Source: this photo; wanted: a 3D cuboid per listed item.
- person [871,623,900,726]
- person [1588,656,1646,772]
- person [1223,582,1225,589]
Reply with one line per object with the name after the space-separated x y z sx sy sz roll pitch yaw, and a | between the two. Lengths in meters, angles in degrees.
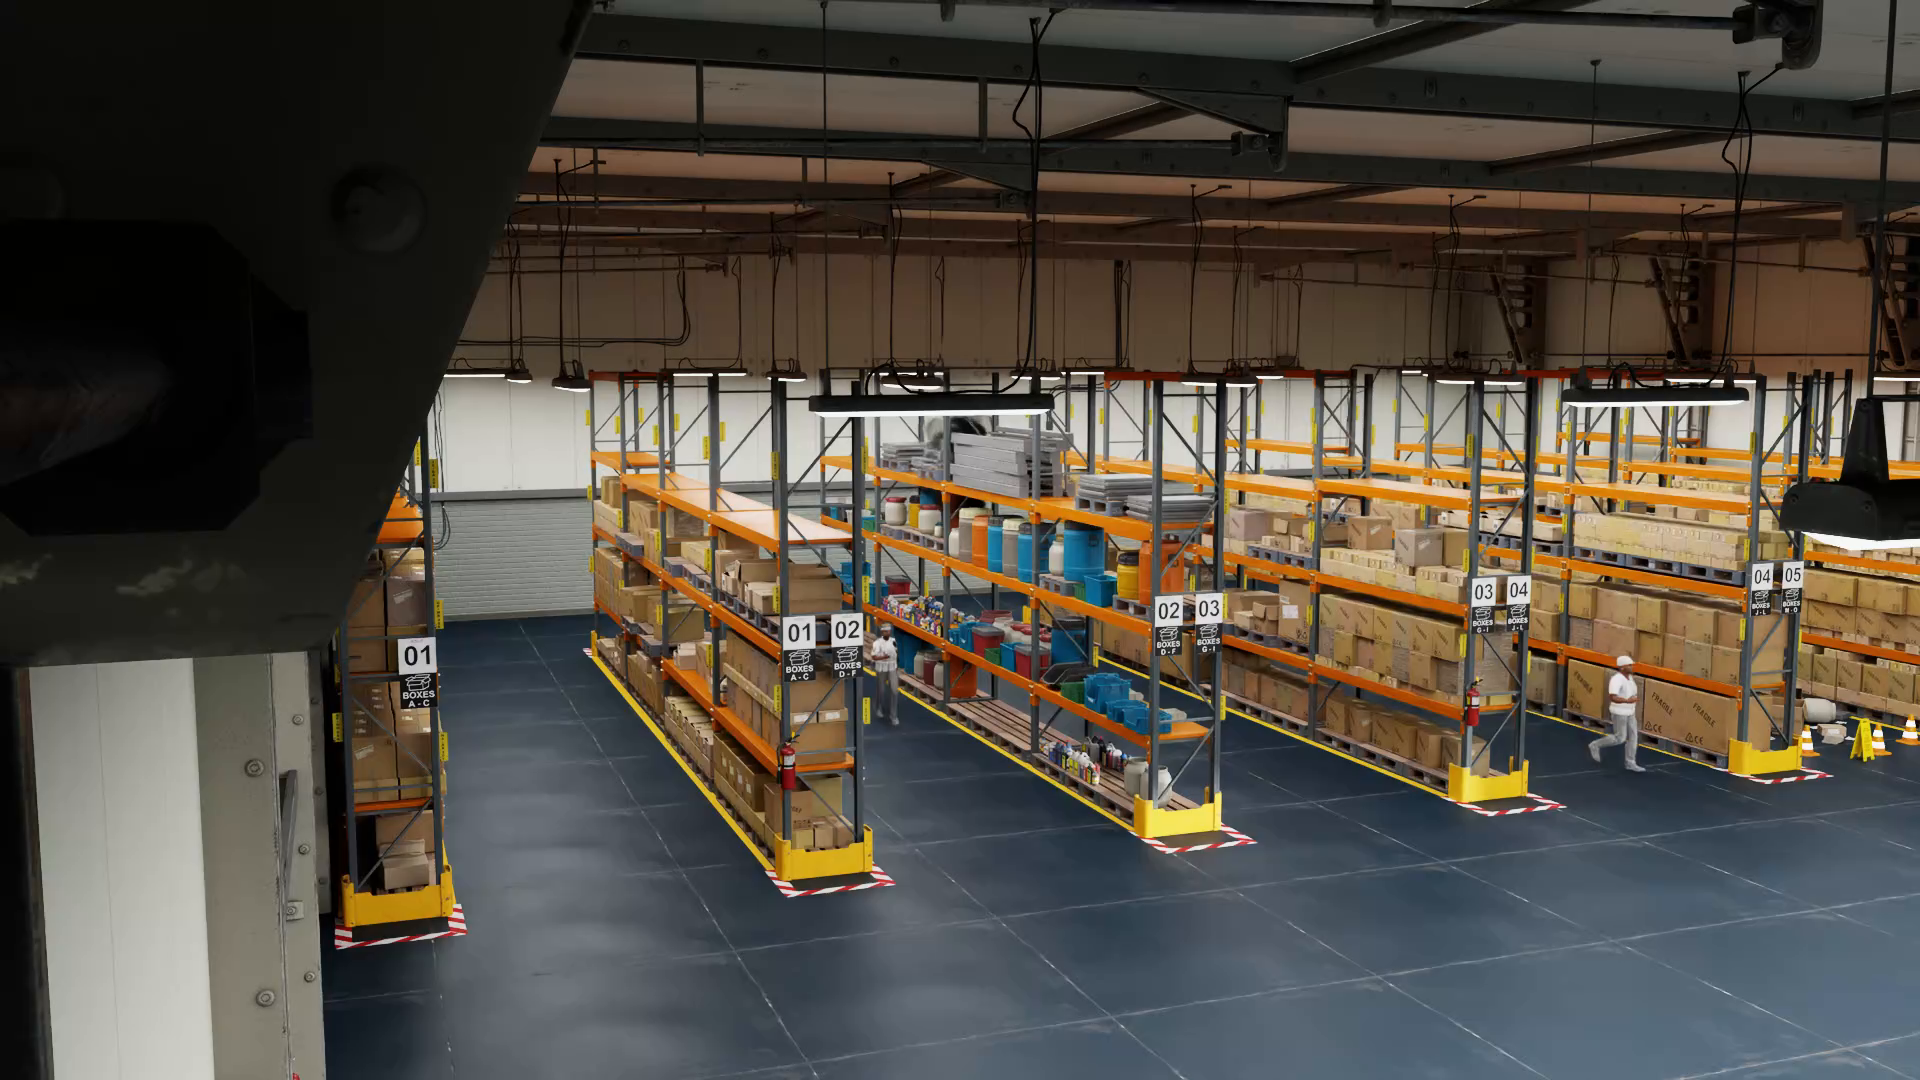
-1.271 2.281 28.663 0.564 1.740 0.775 -2 7 -21 | person
10.062 2.626 25.356 0.724 1.749 0.864 -6 9 -44 | person
5.596 1.483 36.501 0.566 1.588 0.868 -4 8 -33 | person
